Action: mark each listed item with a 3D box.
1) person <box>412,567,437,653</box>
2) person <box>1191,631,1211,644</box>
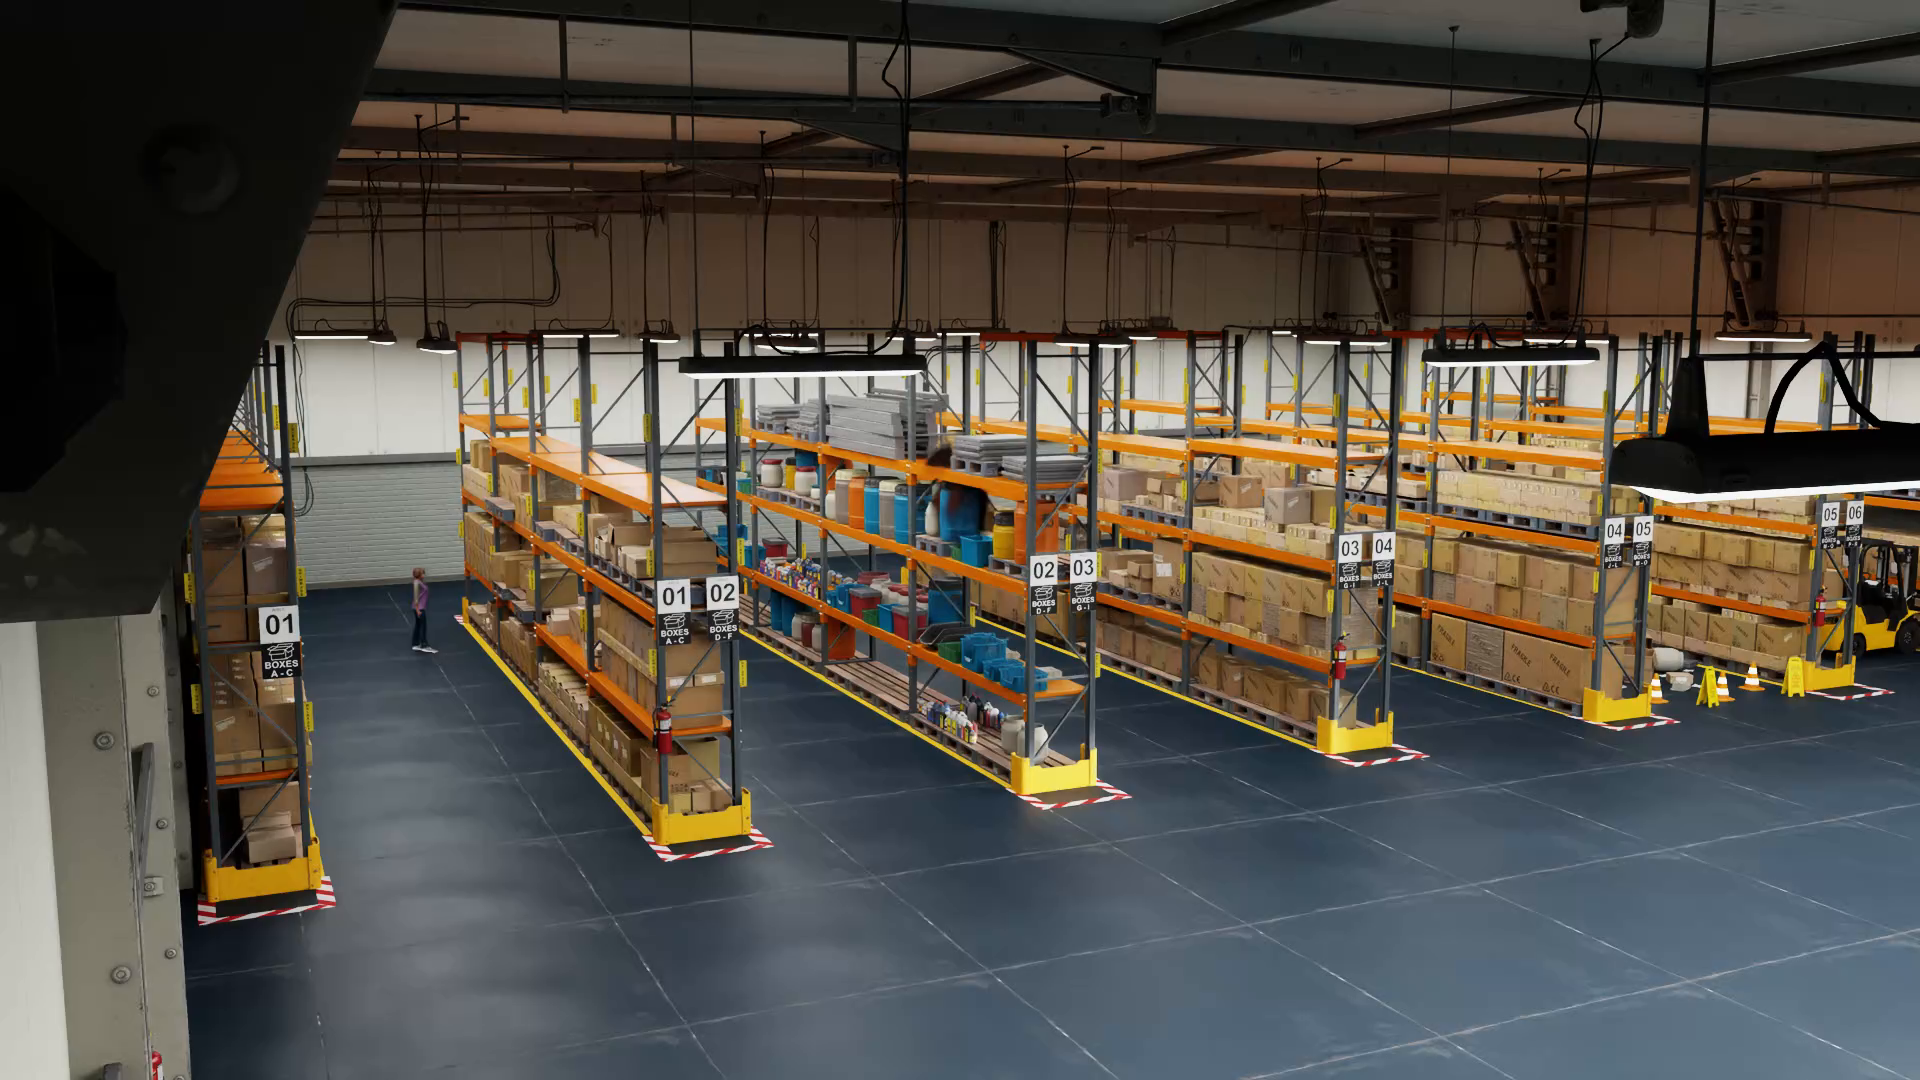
[{"bbox_3d":[-10.151,1.312,31.422,0.470,1.617,0.438,-2,8,-12],"label":"person"},{"bbox_3d":[4.533,1.356,31.197,0.545,1.558,0.827,-4,9,-28],"label":"person"}]
